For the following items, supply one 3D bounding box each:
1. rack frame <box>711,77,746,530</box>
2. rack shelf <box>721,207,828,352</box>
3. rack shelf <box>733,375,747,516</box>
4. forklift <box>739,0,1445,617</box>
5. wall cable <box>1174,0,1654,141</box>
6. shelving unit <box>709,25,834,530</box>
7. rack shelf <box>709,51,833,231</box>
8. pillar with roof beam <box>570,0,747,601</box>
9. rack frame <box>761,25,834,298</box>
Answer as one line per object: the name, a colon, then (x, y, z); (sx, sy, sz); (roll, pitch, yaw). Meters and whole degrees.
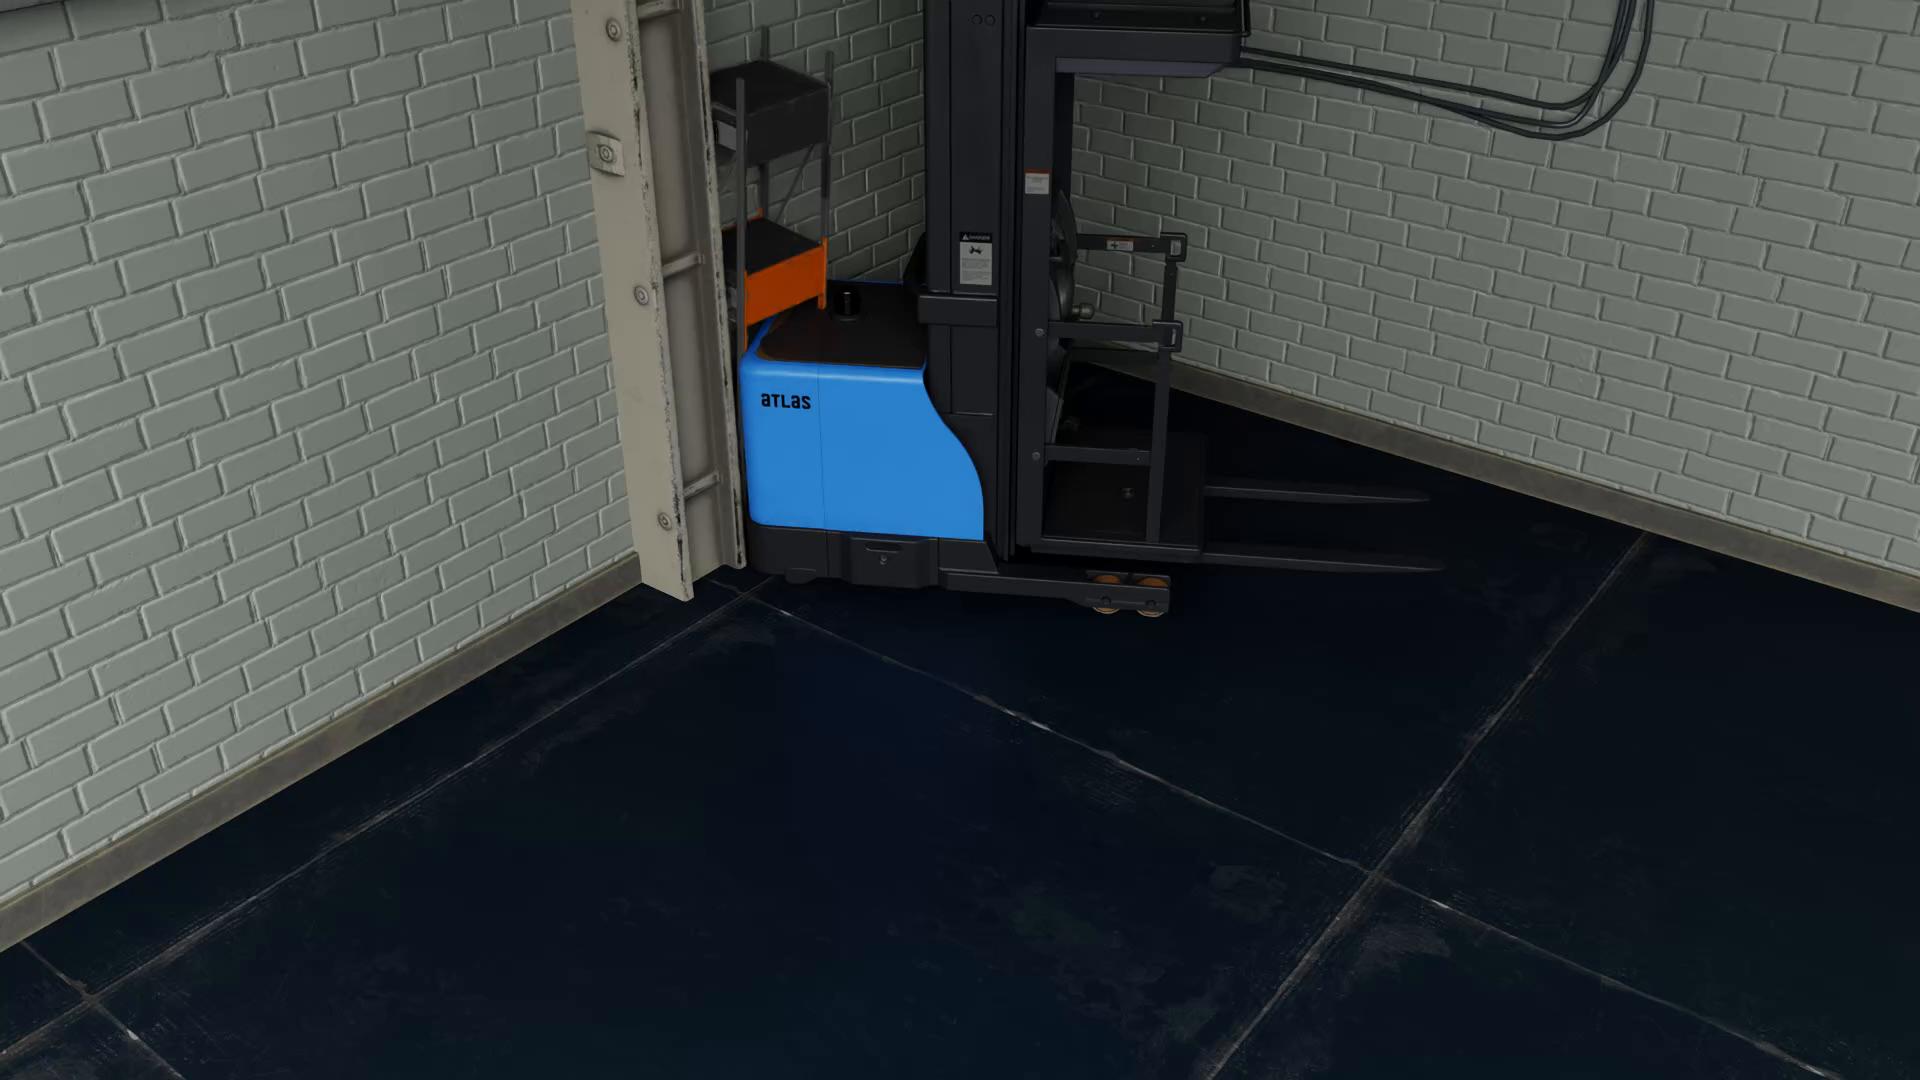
rack frame: (-1.051, -0.980, 7.025); (0.400, 2.100, 0.015); (29, 42, 30)
rack shelf: (-0.895, -1.067, 7.191); (0.431, 0.518, 0.480); (29, 42, 30)
rack shelf: (-0.946, -0.500, 7.597); (0.431, 0.518, 0.480); (29, 42, 30)
forklift: (0.618, -1.218, 6.931); (3.031, 2.935, 1.130); (4, 31, 7)
wall cable: (1.626, -3.182, 7.339); (3.097, 2.526, 0.112); (21, 37, 31)
shelving unit: (-0.894, -1.078, 7.183); (0.431, 2.100, 0.503); (29, 42, 30)
rack shelf: (-0.843, -1.635, 6.785); (0.431, 0.518, 0.480); (29, 42, 30)
pillar with roof beam: (2.225, -2.403, 2.978); (9.100, 9.000, 0.400); (21, 37, 31)
rack frame: (-0.736, -1.177, 7.341); (0.400, 2.100, 0.015); (29, 42, 30)
